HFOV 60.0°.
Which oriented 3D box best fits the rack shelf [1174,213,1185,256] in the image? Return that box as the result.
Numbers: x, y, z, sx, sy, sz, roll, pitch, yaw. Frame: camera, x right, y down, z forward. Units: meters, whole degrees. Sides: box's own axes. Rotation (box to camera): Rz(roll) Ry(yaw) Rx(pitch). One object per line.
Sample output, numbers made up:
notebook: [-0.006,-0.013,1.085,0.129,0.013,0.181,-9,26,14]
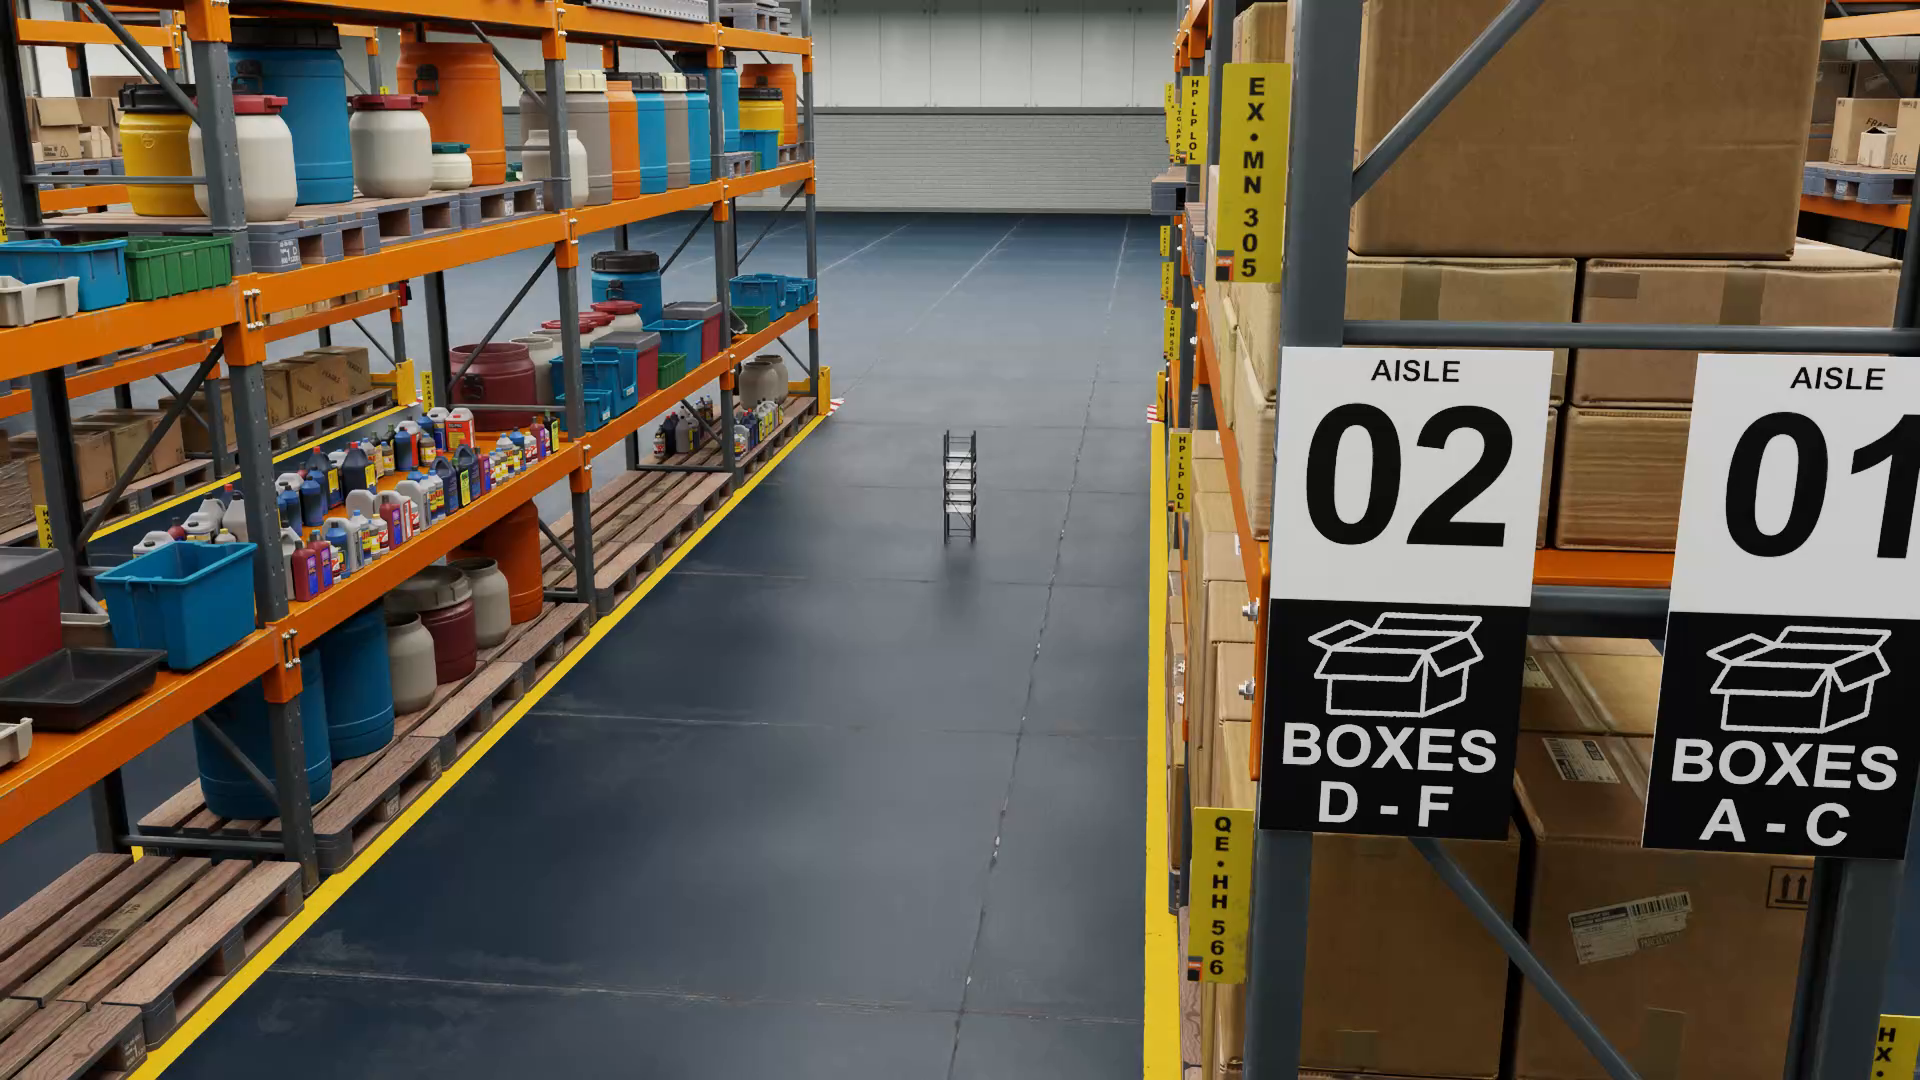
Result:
rack shelf: [2.121,-2.352,12.246,1.077,0.370,4.000,2,15,6]

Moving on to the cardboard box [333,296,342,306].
cardboard box: [-6.990,-2.640,18.159,0.380,0.149,0.250,2,15,6]

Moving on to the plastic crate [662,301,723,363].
plastic crate: [-2.325,-1.813,14.499,0.402,0.464,0.583,2,15,6]

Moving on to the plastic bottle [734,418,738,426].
plastic bottle: [-2.214,-1.052,16.038,0.144,0.351,0.185,2,15,6]

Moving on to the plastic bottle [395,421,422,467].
plastic bottle: [-3.448,-0.597,10.361,0.152,0.276,0.135,2,15,6]

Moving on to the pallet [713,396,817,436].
pallet: [-2.182,-1.377,18.349,1.003,0.211,1.213,2,15,6]

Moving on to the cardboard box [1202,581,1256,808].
cardboard box: [0.880,0.422,4.247,0.500,0.500,0.500,2,15,8]

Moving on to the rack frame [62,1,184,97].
rack frame: [-7.496,-4.959,14.761,1.000,3.000,0.127,2,15,6]

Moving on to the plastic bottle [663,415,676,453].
plastic bottle: [-2.788,-1.026,15.942,0.144,0.351,0.185,1,15,5]

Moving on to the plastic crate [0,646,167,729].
plastic crate: [-3.336,0.560,6.257,0.437,0.125,0.590,2,15,6]

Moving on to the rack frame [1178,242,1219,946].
rack frame: [1.444,0.305,6.788,1.000,3.000,0.127,2,15,6]

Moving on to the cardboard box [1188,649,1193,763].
cardboard box: [1.061,0.514,5.825,0.500,0.500,0.500,2,15,7]

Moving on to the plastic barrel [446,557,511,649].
plastic barrel: [-3.039,0.395,10.416,0.421,0.512,0.421,0,15,0]

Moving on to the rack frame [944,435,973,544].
rack frame: [-0.012,-0.406,13.439,0.240,0.900,0.006,2,15,6]

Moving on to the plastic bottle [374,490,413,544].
plastic bottle: [-2.942,-0.131,8.638,0.152,0.276,0.135,2,15,6]

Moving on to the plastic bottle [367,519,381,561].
plastic bottle: [-2.954,-0.004,8.313,0.097,0.201,0.097,0,15,0]

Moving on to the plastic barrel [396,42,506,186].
plastic barrel: [-3.093,-2.590,10.122,0.600,0.830,0.708,2,15,6]

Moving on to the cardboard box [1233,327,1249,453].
cardboard box: [0.856,-0.304,3.580,0.500,0.250,0.500,2,15,6]

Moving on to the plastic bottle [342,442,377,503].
plastic bottle: [-3.408,-0.382,9.424,0.144,0.351,0.185,2,15,6]

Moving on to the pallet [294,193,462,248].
pallet: [-3.361,-1.699,8.815,1.003,0.211,1.213,2,15,6]

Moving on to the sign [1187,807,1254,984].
sign: [0.444,0.609,2.839,0.100,0.325,0.005,2,15,6]

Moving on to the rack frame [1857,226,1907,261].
rack frame: [7.270,-1.625,13.926,1.000,3.000,0.127,2,15,6]

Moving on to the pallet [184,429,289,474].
pallet: [-7.455,-0.892,16.556,1.003,0.211,1.213,2,15,6]

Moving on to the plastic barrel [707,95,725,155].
plastic barrel: [-2.330,-3.728,14.936,0.421,0.512,0.421,0,15,0]

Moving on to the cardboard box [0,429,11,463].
cardboard box: [-7.851,-0.706,13.034,0.500,0.250,0.500,3,16,13]

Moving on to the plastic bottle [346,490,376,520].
plastic bottle: [-3.093,-0.136,8.655,0.152,0.276,0.135,2,15,6]

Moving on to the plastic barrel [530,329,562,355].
plastic barrel: [-3.074,-1.316,12.568,0.421,0.512,0.421,0,15,0]

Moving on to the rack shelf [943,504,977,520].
rack shelf: [-0.001,-0.226,13.592,0.258,0.077,0.200,2,15,6]

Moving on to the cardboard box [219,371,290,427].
cardboard box: [-7.362,-1.474,17.349,0.500,0.500,0.500,0,15,1]

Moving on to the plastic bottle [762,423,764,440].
plastic bottle: [-1.994,-1.097,16.492,0.097,0.201,0.097,0,15,0]

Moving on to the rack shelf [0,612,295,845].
rack shelf: [-3.703,1.024,5.507,1.077,0.370,4.000,2,15,6]

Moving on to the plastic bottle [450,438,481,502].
plastic bottle: [-2.836,-0.402,9.496,0.144,0.351,0.185,2,15,6]

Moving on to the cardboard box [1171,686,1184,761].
cardboard box: [1.279,1.035,8.035,0.500,0.500,0.500,2,15,6]

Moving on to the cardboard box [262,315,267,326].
cardboard box: [-7.112,-2.184,16.473,0.380,0.149,0.250,2,15,6]

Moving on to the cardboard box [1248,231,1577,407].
cardboard box: [0.798,-0.415,3.035,0.500,0.250,0.500,2,15,6]

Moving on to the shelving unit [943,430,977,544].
shelving unit: [-0.001,-0.432,13.537,0.258,0.900,0.210,2,15,6]

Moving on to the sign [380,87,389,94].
sign: [-6.495,-4.954,18.794,0.100,0.325,0.005,2,15,6]

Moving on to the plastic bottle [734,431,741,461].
plastic bottle: [-2.103,-0.882,15.561,0.097,0.271,0.097,0,15,0]

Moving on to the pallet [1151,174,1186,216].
pallet: [1.883,-2.268,10.919,1.213,0.211,1.003,2,15,9]

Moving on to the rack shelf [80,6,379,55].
rack shelf: [-7.270,-5.129,16.774,1.077,0.370,4.000,2,15,6]

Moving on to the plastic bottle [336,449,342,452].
plastic bottle: [-3.566,-0.386,9.589,0.097,0.271,0.097,0,15,0]

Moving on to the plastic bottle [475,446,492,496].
plastic bottle: [-2.776,-0.409,9.653,0.061,0.283,0.133,2,15,6]

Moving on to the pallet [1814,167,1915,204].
pallet: [6.980,-2.556,11.983,1.213,0.211,1.003,2,15,6]

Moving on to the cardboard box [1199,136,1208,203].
cardboard box: [1.880,-2.115,9.798,0.910,0.500,0.500,2,15,6]

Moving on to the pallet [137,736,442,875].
pallet: [-3.348,1.305,8.431,1.003,0.211,1.213,2,15,6]

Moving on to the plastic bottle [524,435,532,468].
plastic bottle: [-2.716,-0.552,10.336,0.097,0.201,0.097,0,15,0]

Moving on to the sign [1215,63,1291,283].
sign: [0.444,-0.555,2.524,0.100,0.325,0.005,2,15,6]

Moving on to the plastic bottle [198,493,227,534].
plastic bottle: [-3.698,-0.066,8.255,0.144,0.351,0.185,2,15,6]

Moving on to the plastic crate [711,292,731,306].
plastic crate: [-2.544,-2.604,18.053,0.298,0.136,0.250,2,15,6]

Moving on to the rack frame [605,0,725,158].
rack frame: [-2.574,-4.813,14.222,1.000,3.000,0.127,2,15,6]

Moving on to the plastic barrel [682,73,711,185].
plastic barrel: [-2.416,-3.469,14.036,0.600,0.901,0.708,2,15,6]

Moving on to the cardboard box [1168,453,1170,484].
cardboard box: [1.934,-0.552,13.347,0.500,0.311,0.500,1,15,4]

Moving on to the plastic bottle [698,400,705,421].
plastic bottle: [-2.676,-1.300,17.106,0.097,0.271,0.097,0,15,0]

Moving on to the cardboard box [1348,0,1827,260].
cardboard box: [1.035,-0.770,2.911,0.700,0.500,0.500,2,15,6]

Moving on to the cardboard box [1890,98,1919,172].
cardboard box: [6.989,-2.865,11.768,0.500,0.500,0.500,1,15,4]

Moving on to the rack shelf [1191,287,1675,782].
rack shelf: [1.219,-0.277,4.572,1.077,0.370,4.000,2,15,6]

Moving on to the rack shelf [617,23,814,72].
rack shelf: [-2.349,-4.791,16.286,1.077,0.370,4.000,2,15,6]
